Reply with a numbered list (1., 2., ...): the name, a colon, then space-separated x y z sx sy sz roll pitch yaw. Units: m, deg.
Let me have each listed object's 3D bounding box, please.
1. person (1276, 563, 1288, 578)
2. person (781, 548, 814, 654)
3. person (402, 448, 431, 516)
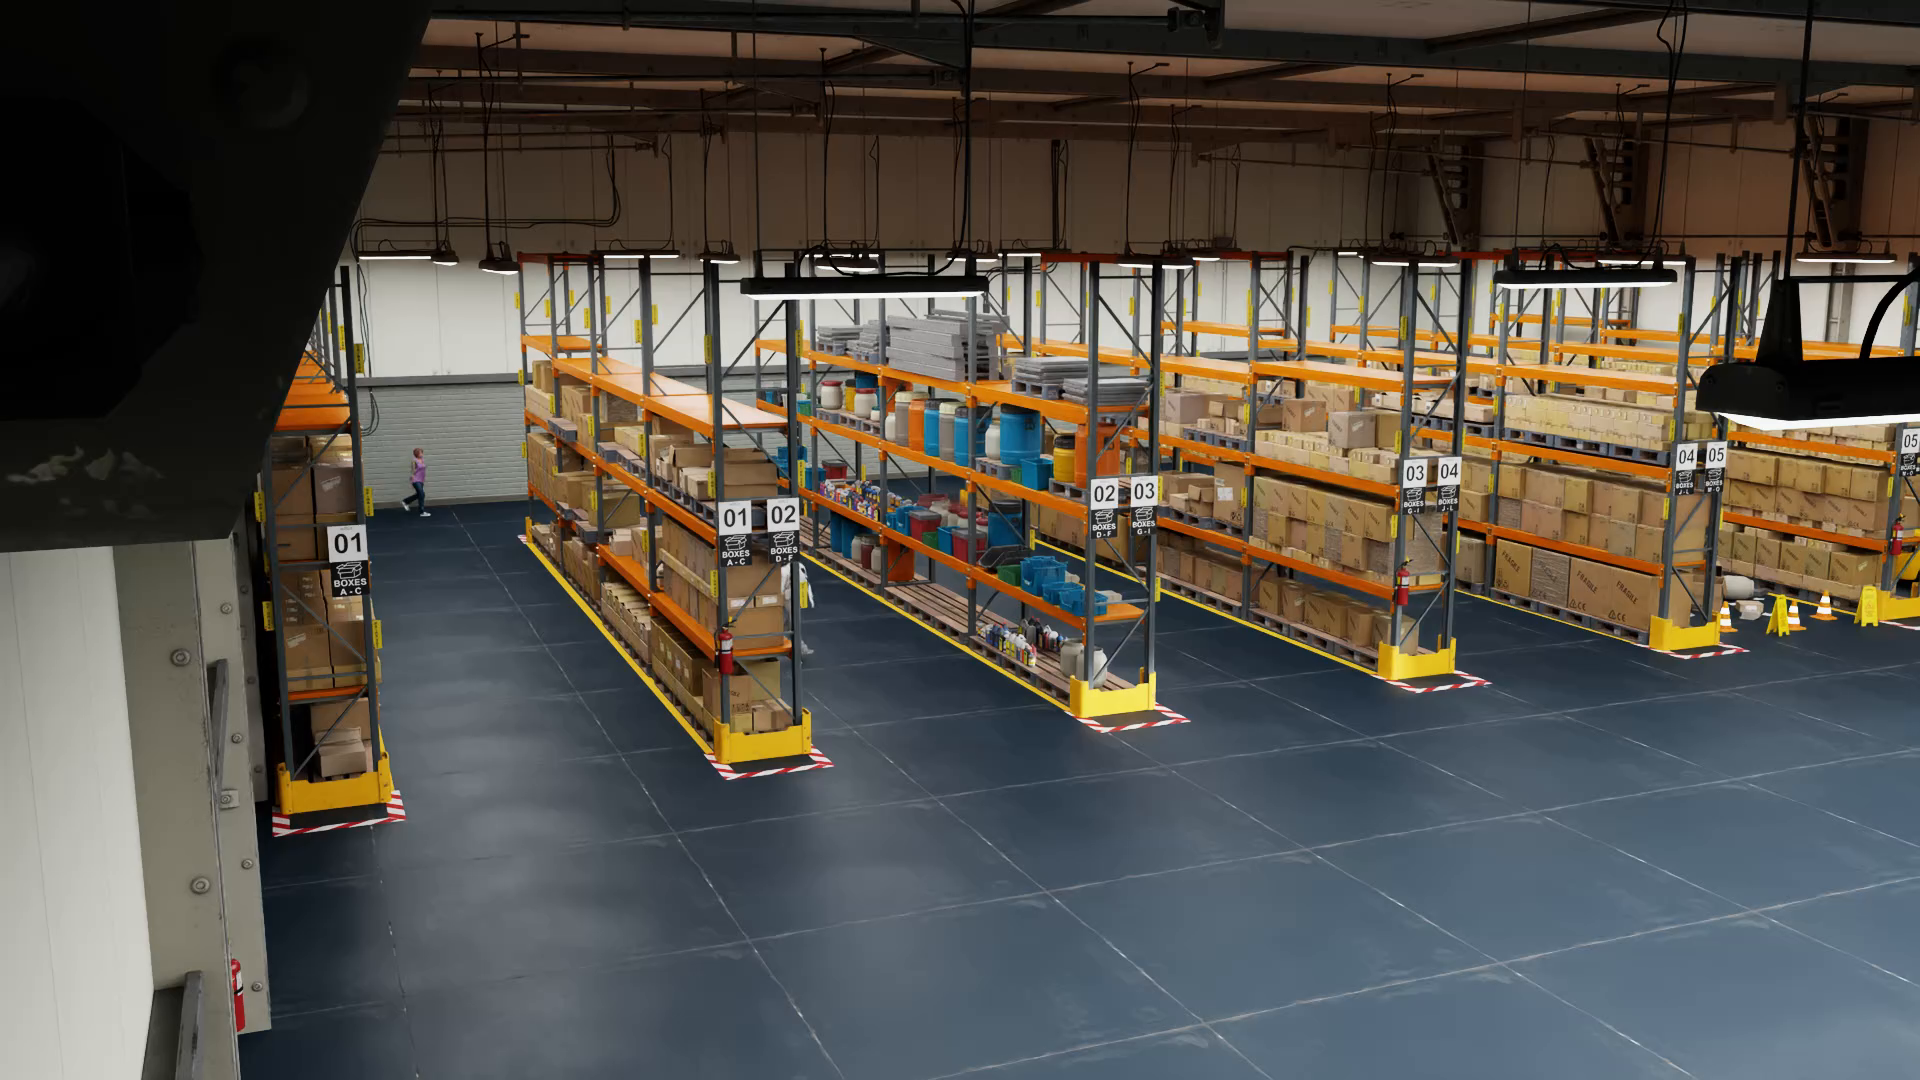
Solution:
1. person: 5.948 -0.056 30.661 0.598 1.703 0.602 -1 10 -6
2. person: -2.493 0.908 25.411 1.019 1.627 0.502 8 13 38
3. person: -12.422 -1.335 37.917 0.765 1.564 0.416 2 11 11
